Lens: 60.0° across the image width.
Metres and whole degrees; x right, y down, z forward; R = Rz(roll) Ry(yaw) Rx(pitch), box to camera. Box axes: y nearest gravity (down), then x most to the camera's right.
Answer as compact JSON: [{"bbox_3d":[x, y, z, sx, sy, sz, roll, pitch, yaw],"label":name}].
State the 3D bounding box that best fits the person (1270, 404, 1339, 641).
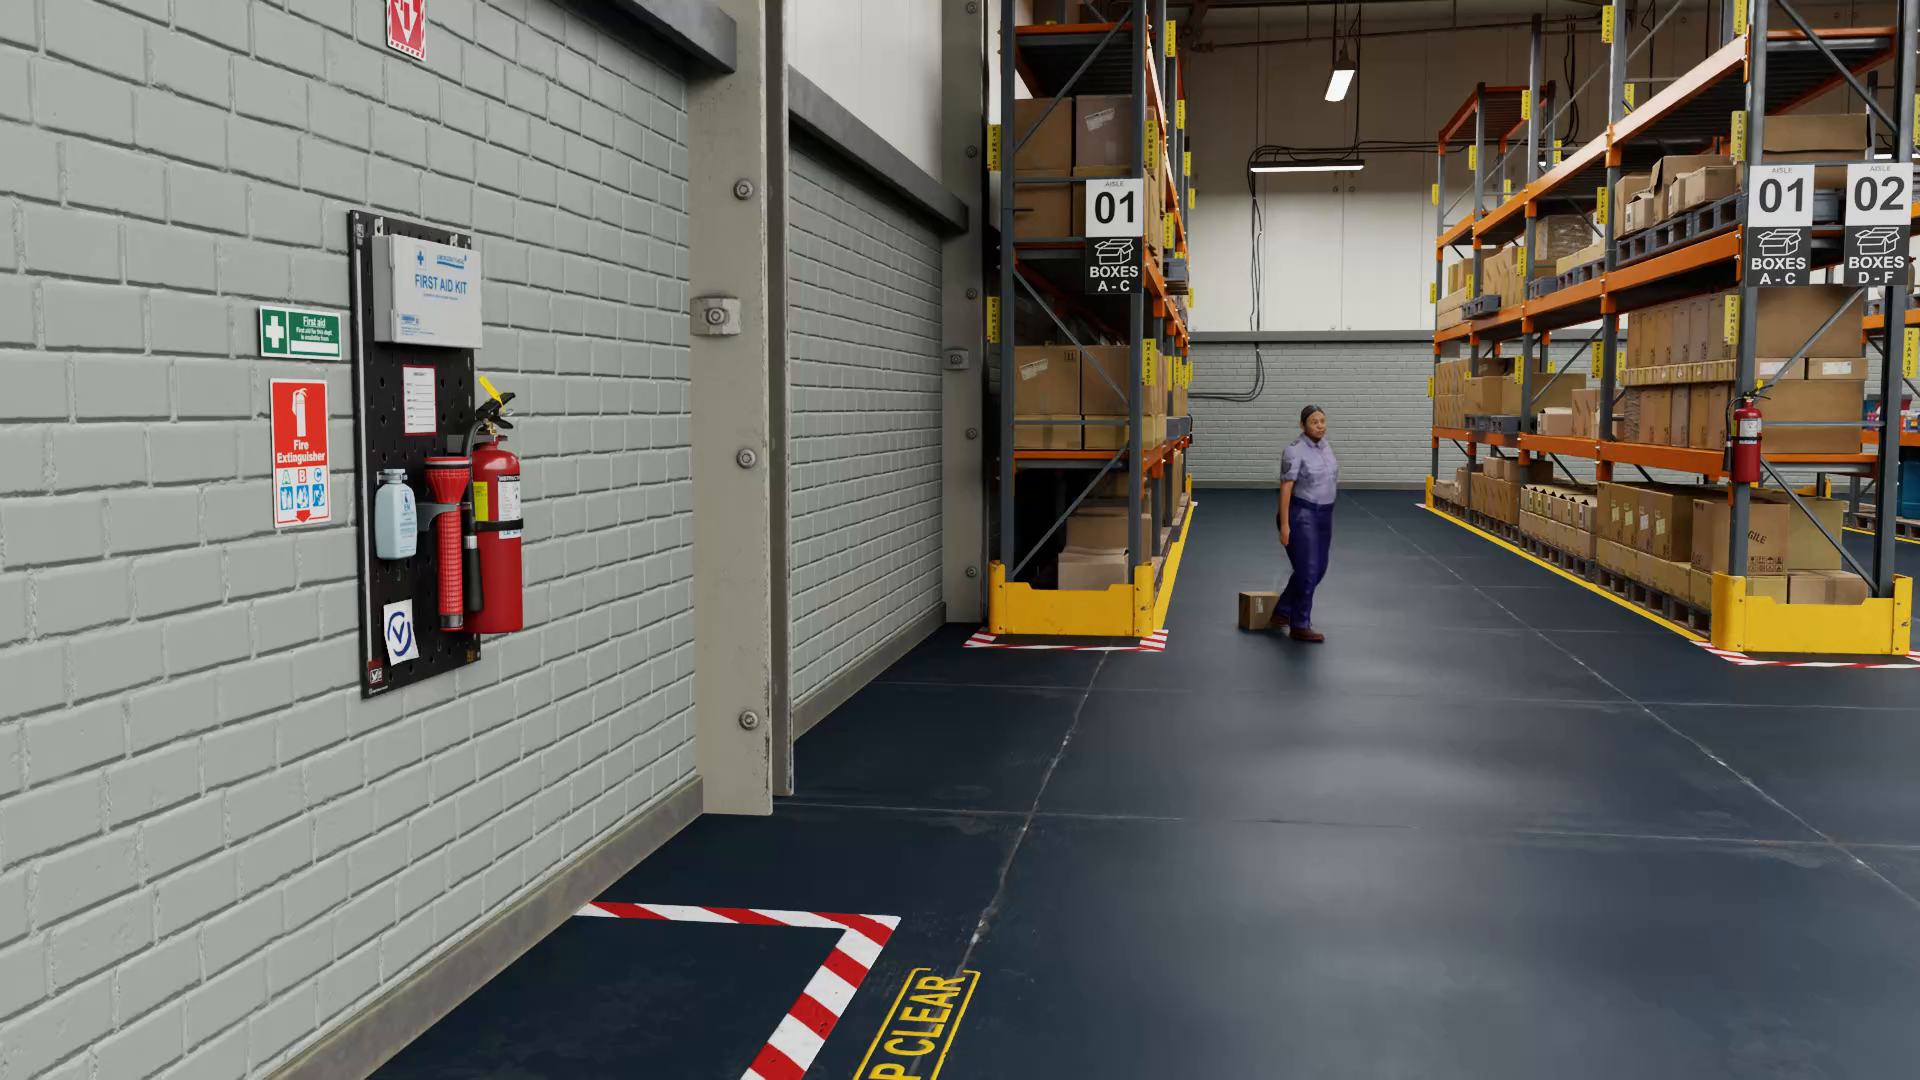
[{"bbox_3d":[2.377,-0.125,11.658,0.549,1.620,0.558,-4,6,-44],"label":"person"}]
